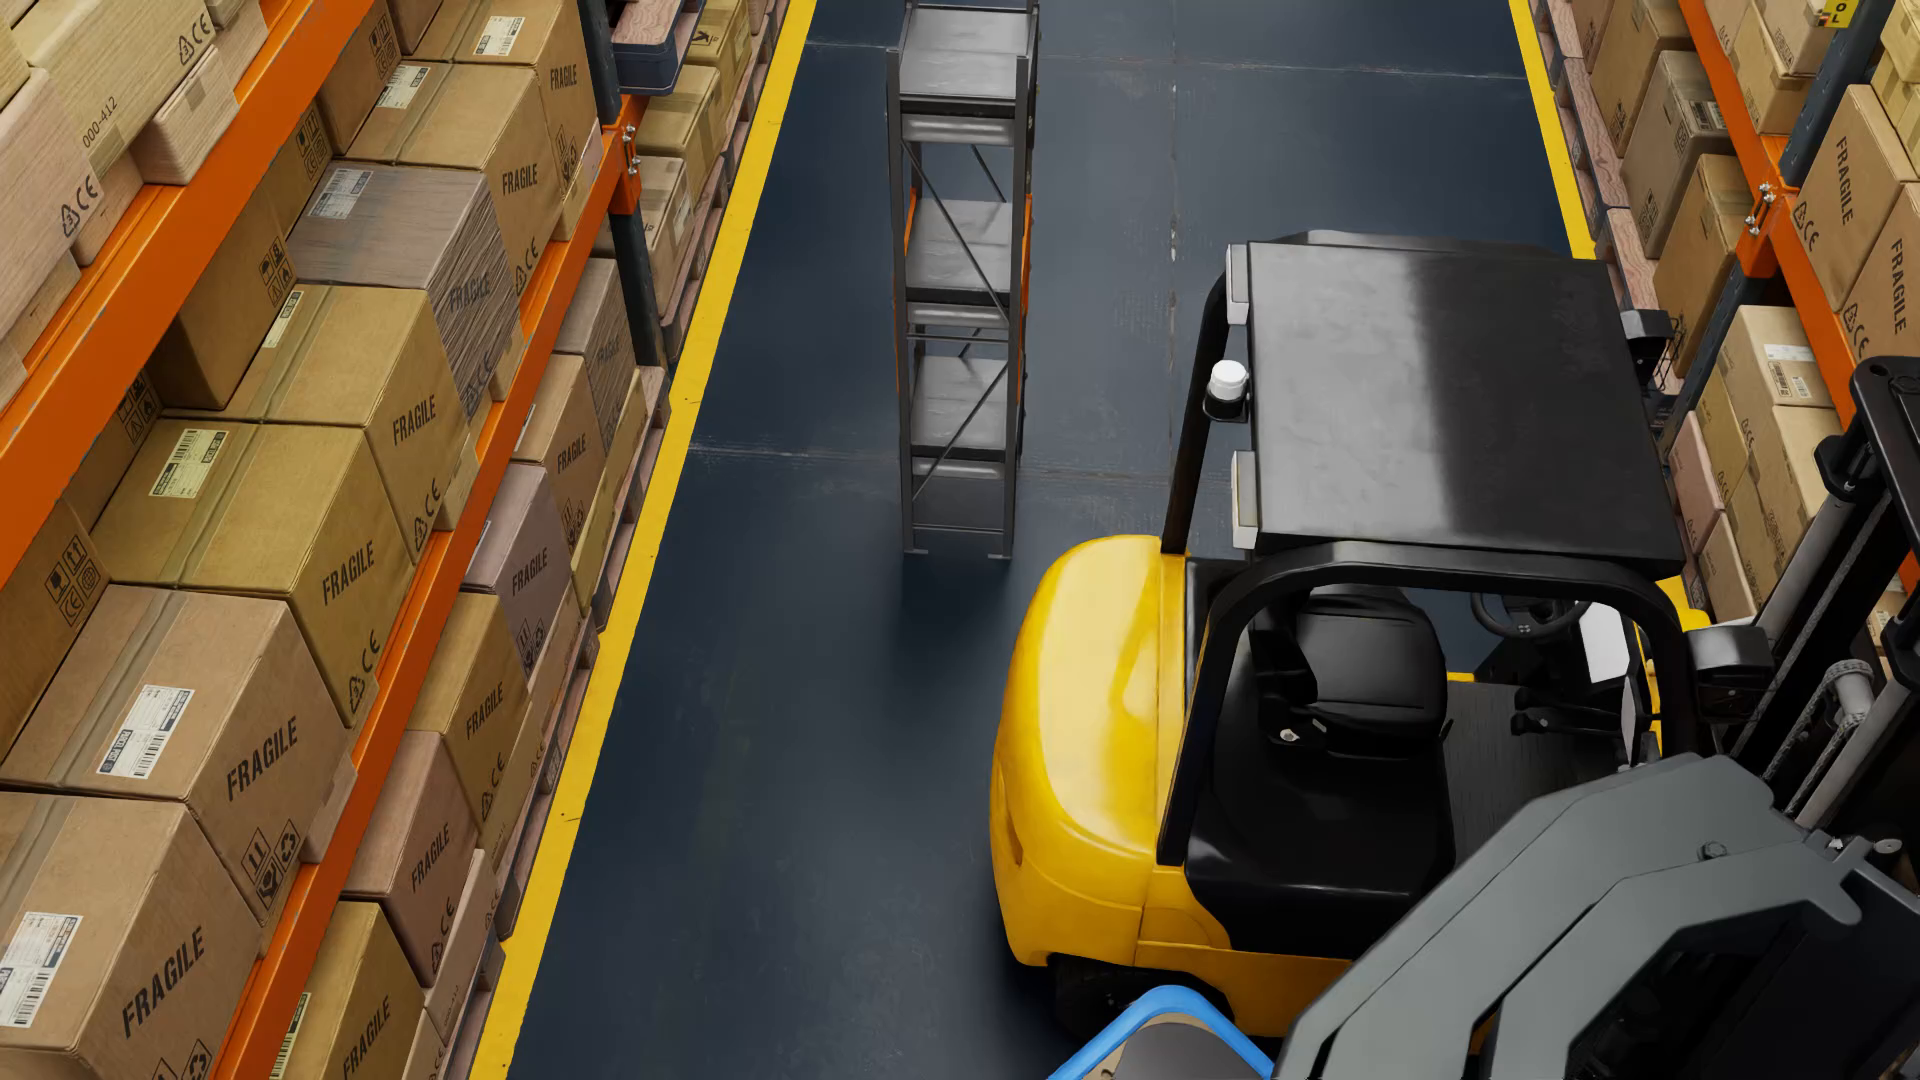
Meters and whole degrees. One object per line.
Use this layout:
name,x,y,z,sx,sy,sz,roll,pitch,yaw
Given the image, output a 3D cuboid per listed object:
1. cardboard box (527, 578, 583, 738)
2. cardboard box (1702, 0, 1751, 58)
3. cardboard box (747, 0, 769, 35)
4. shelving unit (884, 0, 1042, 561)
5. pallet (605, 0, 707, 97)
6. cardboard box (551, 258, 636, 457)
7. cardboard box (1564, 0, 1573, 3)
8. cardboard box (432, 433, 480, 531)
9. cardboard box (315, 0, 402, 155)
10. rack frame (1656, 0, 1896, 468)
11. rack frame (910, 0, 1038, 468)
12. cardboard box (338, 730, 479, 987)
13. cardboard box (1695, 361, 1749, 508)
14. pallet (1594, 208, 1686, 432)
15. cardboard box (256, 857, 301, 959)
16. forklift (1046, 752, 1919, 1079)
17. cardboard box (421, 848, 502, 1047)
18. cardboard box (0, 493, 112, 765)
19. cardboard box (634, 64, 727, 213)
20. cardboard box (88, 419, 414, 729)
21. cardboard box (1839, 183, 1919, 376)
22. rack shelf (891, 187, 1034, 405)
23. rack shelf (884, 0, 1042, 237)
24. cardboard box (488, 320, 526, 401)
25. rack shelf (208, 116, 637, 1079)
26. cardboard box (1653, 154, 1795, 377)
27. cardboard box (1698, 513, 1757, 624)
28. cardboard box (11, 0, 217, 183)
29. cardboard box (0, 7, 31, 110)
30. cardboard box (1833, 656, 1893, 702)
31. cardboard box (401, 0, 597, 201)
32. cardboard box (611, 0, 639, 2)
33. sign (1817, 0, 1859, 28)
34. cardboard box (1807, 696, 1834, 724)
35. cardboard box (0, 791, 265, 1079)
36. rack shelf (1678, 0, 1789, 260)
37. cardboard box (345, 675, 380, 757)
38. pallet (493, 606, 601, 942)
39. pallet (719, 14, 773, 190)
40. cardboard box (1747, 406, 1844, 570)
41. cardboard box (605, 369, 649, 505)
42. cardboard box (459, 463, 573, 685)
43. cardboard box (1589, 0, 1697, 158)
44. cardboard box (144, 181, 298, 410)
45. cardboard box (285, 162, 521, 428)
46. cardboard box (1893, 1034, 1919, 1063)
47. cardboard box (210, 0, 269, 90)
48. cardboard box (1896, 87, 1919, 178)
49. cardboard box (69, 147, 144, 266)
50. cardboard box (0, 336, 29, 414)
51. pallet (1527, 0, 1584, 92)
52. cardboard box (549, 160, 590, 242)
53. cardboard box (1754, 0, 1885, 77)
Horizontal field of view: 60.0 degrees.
cardboard box,-1.567,0.363,5.464,0.500,0.250,0.500,5,48,4
cardboard box,3.078,-2.017,6.164,0.500,0.250,0.500,4,48,3
cardboard box,-1.447,-2.878,8.346,0.950,0.372,0.625,3,48,3
shelving unit,0.015,-0.830,5.586,0.431,2.100,0.503,4,48,4
pallet,-1.476,-2.128,6.294,1.003,0.211,1.213,4,48,4
cardboard box,-1.478,-0.655,5.887,0.500,0.500,0.500,3,48,3
cardboard box,3.547,-3.132,8.407,0.875,0.625,0.625,5,48,5
cardboard box,-1.546,-0.175,4.548,0.380,0.149,0.250,4,48,4
cardboard box,-2.015,-1.430,4.578,0.700,0.500,0.500,4,48,4
rack frame,3.252,-1.310,5.415,1.000,3.000,0.127,4,48,4
rack frame,0.037,-1.010,5.750,0.400,2.100,0.015,4,48,4
cardboard box,-1.662,0.855,4.506,0.500,0.500,0.500,2,48,2
cardboard box,2.901,-0.358,5.784,0.500,0.250,0.500,4,48,3
pallet,3.281,-0.913,6.942,1.003,0.211,1.213,4,48,4
cardboard box,-1.705,0.771,3.682,0.380,0.149,0.250,2,48,2
forklift,1.114,1.799,2.618,1.130,2.935,3.031,-33,56,-27
cardboard box,-1.652,1.136,4.757,0.500,0.250,0.500,5,48,5
cardboard box,-2.173,0.065,3.211,0.700,0.500,0.500,4,48,4
cardboard box,-1.583,-1.810,7.369,0.950,0.372,0.625,7,48,6
cardboard box,-1.647,0.079,3.875,0.500,0.500,0.500,3,48,3
cardboard box,2.921,-0.651,4.745,0.500,0.500,0.500,5,48,4
rack shelf,0.015,-0.821,5.597,0.431,0.518,0.480,4,48,4
rack shelf,0.015,-1.294,5.080,0.431,0.518,0.480,4,48,4
cardboard box,-1.506,-0.553,4.893,0.380,0.149,0.250,3,48,3
rack shelf,-1.873,0.071,4.639,1.077,0.370,4.000,4,48,4
cardboard box,3.289,-1.034,6.488,0.875,0.625,0.625,6,48,5
cardboard box,2.848,0.184,5.628,0.500,0.250,0.500,3,48,3
cardboard box,-1.666,-0.866,2.877,0.500,0.250,0.500,5,48,5
cardboard box,-1.632,-0.691,2.446,0.380,0.149,0.250,4,48,3
cardboard box,2.750,0.600,4.570,0.500,0.250,0.500,3,48,3
cardboard box,-1.484,-1.432,5.258,0.500,0.500,0.500,3,48,3
cardboard box,-1.326,-2.083,6.008,0.380,0.149,0.250,5,48,4
sign,2.711,-1.703,5.044,0.100,0.325,0.005,4,48,4
cardboard box,2.800,0.381,5.109,0.500,0.250,0.500,4,48,3
cardboard box,-1.736,0.835,3.184,0.500,0.500,0.500,3,48,3
rack shelf,3.435,-2.537,7.025,1.077,0.370,4.000,4,48,4
cardboard box,-1.645,0.396,4.026,0.380,0.149,0.250,5,48,5
pallet,-1.825,0.695,5.471,1.003,0.211,1.213,4,48,4
pallet,-1.513,-2.171,8.093,1.003,0.211,1.213,4,48,4
cardboard box,2.839,-0.152,5.257,0.500,0.250,0.500,4,48,4
cardboard box,-1.477,-0.402,6.164,0.500,0.250,0.500,6,48,5
cardboard box,-1.568,0.094,5.202,0.500,0.500,0.500,6,48,6
cardboard box,3.434,-2.157,7.515,0.875,0.625,0.625,2,48,2
cardboard box,-2.045,-0.674,3.886,0.700,0.500,0.500,4,48,3
cardboard box,-1.567,-0.672,4.562,0.500,0.500,0.500,5,48,5
cardboard box,2.704,1.120,4.433,0.500,0.250,0.500,3,48,3
cardboard box,-1.604,-0.997,3.267,0.380,0.149,0.250,3,48,2
cardboard box,2.939,-1.156,4.767,0.380,0.149,0.250,5,48,4
cardboard box,-1.690,-0.621,2.923,0.380,0.149,0.250,3,48,2
cardboard box,-1.709,-0.243,2.577,0.380,0.149,0.250,5,48,5
pallet,3.503,-2.706,8.582,1.003,0.211,1.213,4,48,4
cardboard box,-1.433,-1.116,5.408,0.380,0.149,0.250,5,48,4
cardboard box,3.043,-1.806,5.632,0.500,0.250,0.500,3,48,3
